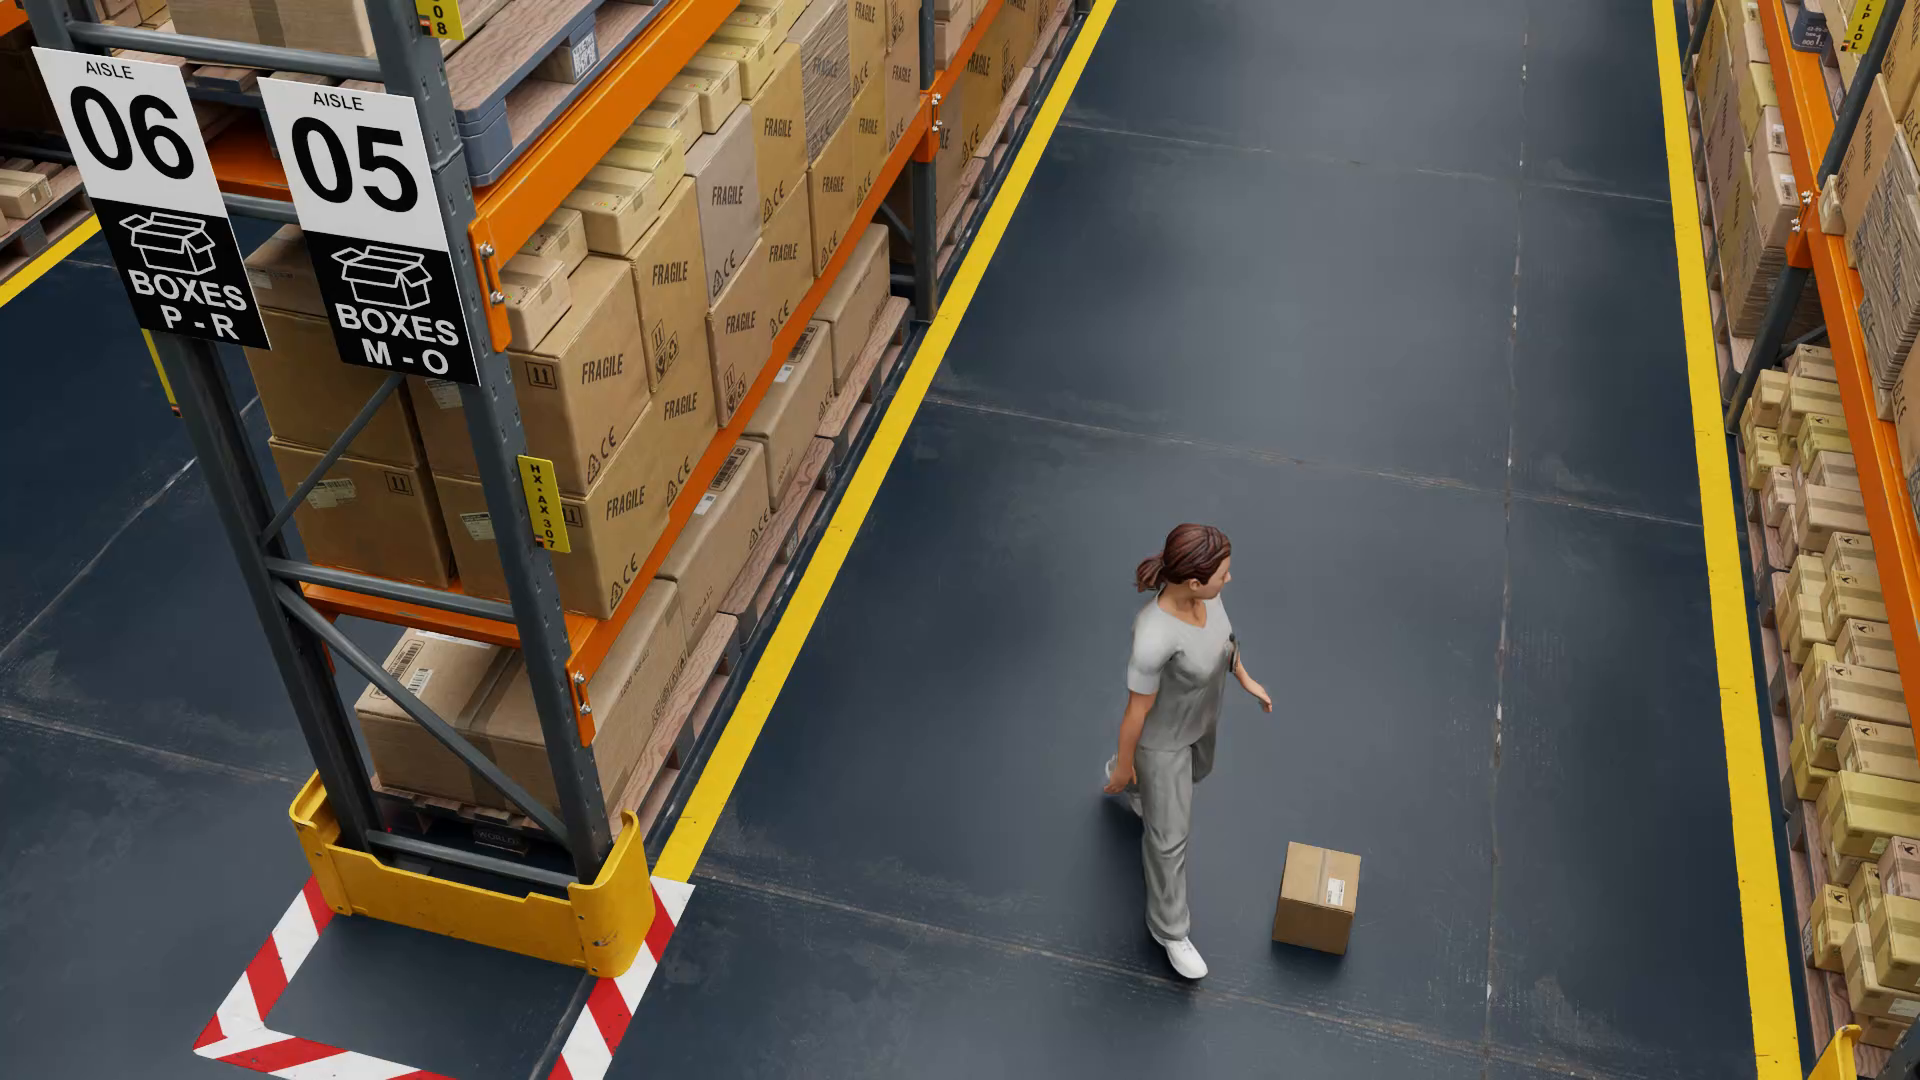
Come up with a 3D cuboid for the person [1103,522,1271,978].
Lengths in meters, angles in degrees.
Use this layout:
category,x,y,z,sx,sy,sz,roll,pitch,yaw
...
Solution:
category,x,y,z,sx,sy,sz,roll,pitch,yaw
person,0.708,0.596,5.474,0.808,1.648,0.623,32,50,31
